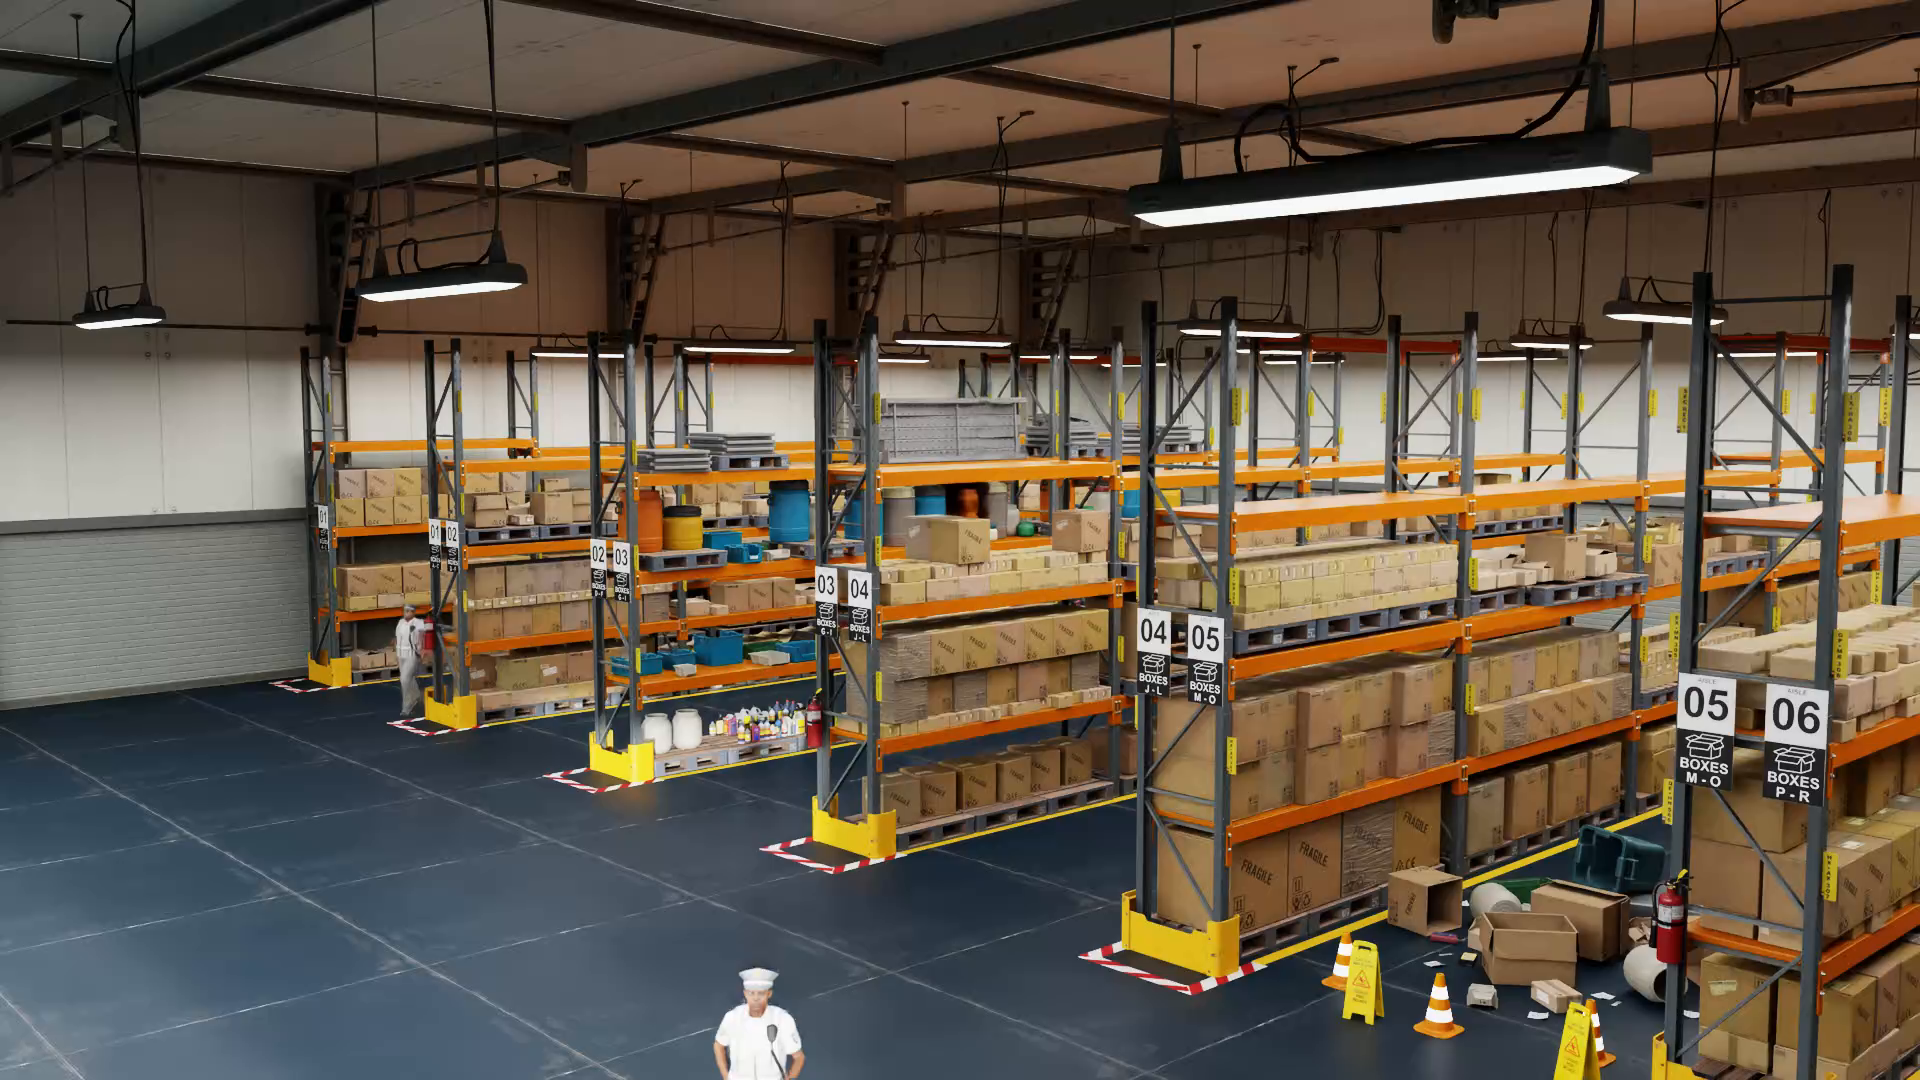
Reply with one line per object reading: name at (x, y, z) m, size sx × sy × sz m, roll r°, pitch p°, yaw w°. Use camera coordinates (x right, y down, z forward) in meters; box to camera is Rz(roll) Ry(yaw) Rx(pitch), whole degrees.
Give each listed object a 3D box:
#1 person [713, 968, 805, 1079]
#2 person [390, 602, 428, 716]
person at (-1.249, 3.442, 10.303) m, size 0.577 × 1.686 × 0.760 m, roll 0°, pitch 5°, yaw -1°
person at (-8.912, 1.921, 27.001) m, size 0.680 × 1.863 × 0.720 m, roll 3°, pitch 6°, yaw 28°
